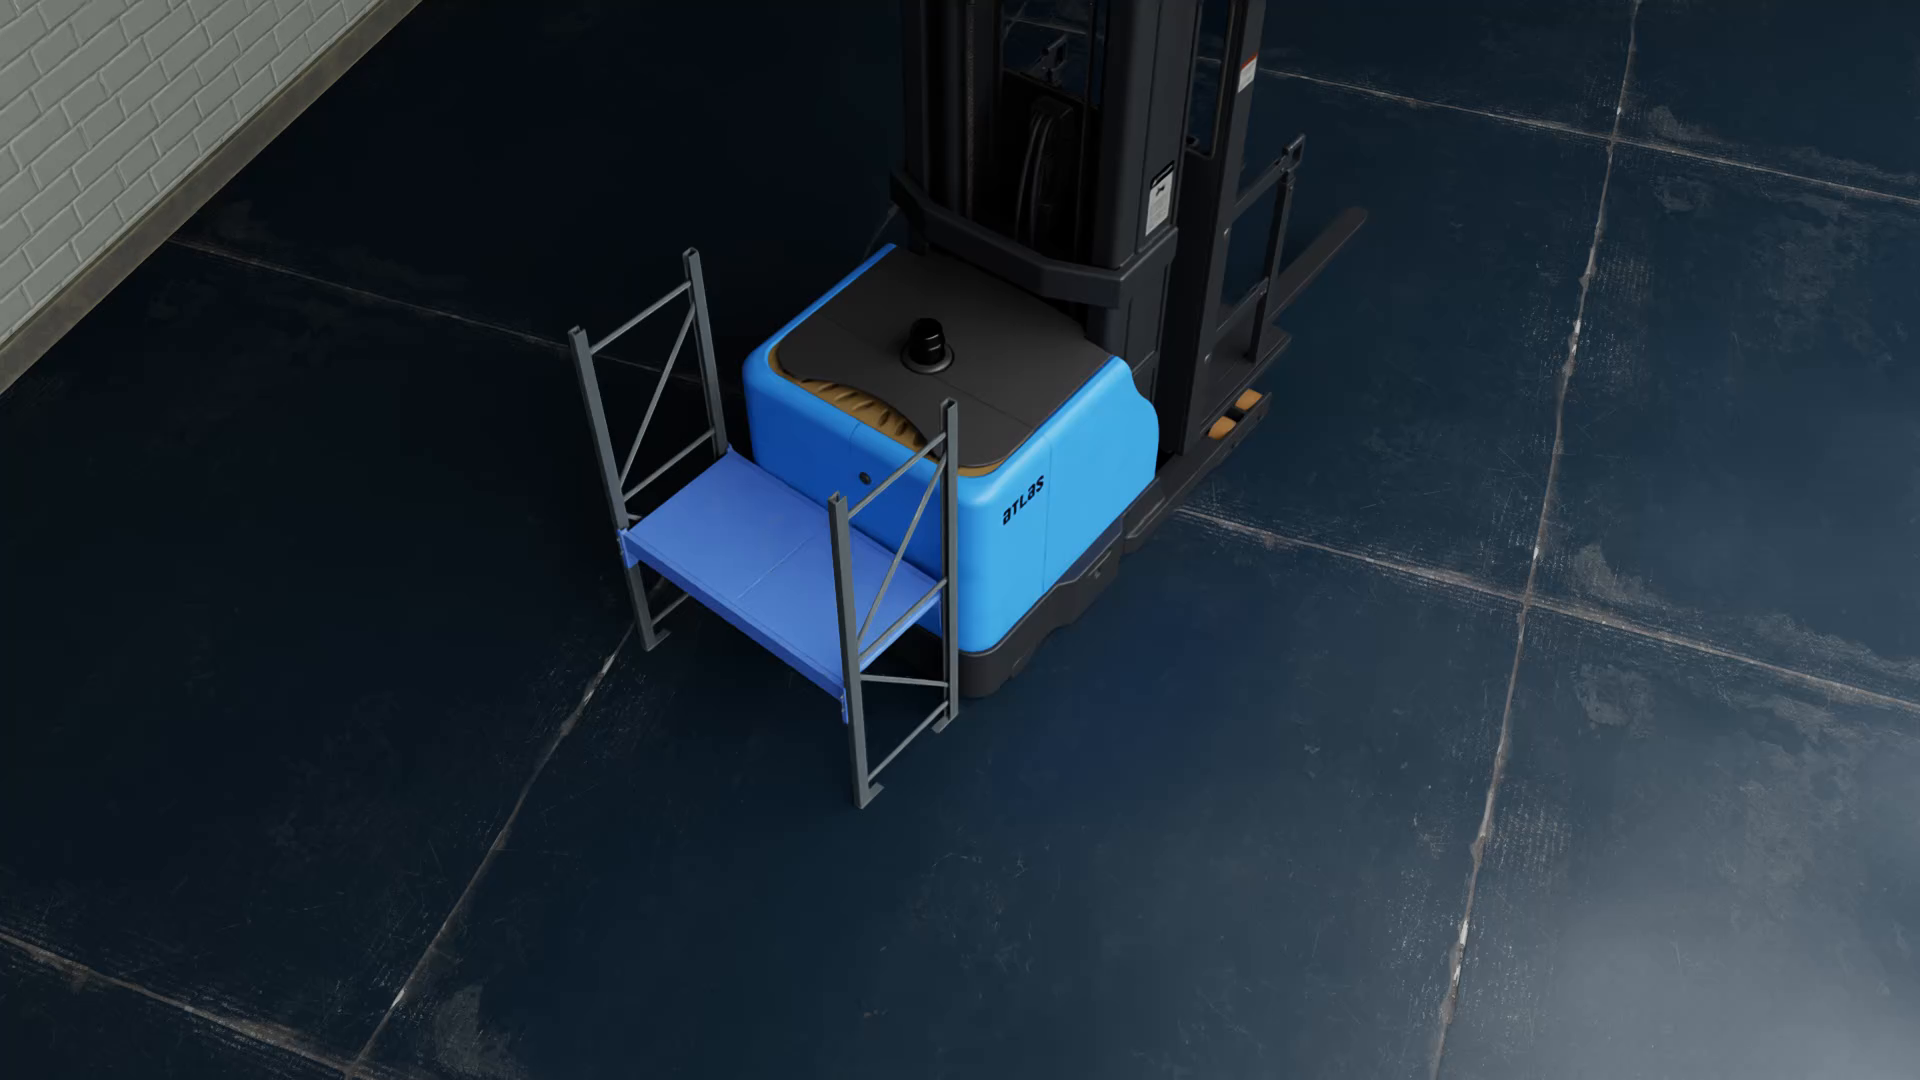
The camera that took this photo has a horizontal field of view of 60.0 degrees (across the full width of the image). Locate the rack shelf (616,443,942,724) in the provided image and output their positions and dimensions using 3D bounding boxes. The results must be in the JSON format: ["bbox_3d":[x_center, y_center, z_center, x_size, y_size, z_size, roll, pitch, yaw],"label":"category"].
[{"bbox_3d":[-0.568,0.119,5.393,1.000,0.185,0.538,32,56,25],"label":"rack shelf"}]

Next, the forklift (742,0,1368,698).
[{"bbox_3d":[0.578,-1.487,5.599,1.130,2.935,3.031,30,56,24],"label":"forklift"}]

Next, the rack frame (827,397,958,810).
[{"bbox_3d":[-0.177,0.246,5.044,0.032,1.500,0.500,32,56,25],"label":"rack frame"}]

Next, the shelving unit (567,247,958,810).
[{"bbox_3d":[-0.568,0.001,5.257,1.048,1.500,0.538,32,56,25],"label":"shelving unit"}]

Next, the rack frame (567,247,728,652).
[{"bbox_3d":[-0.960,-0.244,5.469,0.032,1.500,0.500,32,56,25],"label":"rack frame"}]
